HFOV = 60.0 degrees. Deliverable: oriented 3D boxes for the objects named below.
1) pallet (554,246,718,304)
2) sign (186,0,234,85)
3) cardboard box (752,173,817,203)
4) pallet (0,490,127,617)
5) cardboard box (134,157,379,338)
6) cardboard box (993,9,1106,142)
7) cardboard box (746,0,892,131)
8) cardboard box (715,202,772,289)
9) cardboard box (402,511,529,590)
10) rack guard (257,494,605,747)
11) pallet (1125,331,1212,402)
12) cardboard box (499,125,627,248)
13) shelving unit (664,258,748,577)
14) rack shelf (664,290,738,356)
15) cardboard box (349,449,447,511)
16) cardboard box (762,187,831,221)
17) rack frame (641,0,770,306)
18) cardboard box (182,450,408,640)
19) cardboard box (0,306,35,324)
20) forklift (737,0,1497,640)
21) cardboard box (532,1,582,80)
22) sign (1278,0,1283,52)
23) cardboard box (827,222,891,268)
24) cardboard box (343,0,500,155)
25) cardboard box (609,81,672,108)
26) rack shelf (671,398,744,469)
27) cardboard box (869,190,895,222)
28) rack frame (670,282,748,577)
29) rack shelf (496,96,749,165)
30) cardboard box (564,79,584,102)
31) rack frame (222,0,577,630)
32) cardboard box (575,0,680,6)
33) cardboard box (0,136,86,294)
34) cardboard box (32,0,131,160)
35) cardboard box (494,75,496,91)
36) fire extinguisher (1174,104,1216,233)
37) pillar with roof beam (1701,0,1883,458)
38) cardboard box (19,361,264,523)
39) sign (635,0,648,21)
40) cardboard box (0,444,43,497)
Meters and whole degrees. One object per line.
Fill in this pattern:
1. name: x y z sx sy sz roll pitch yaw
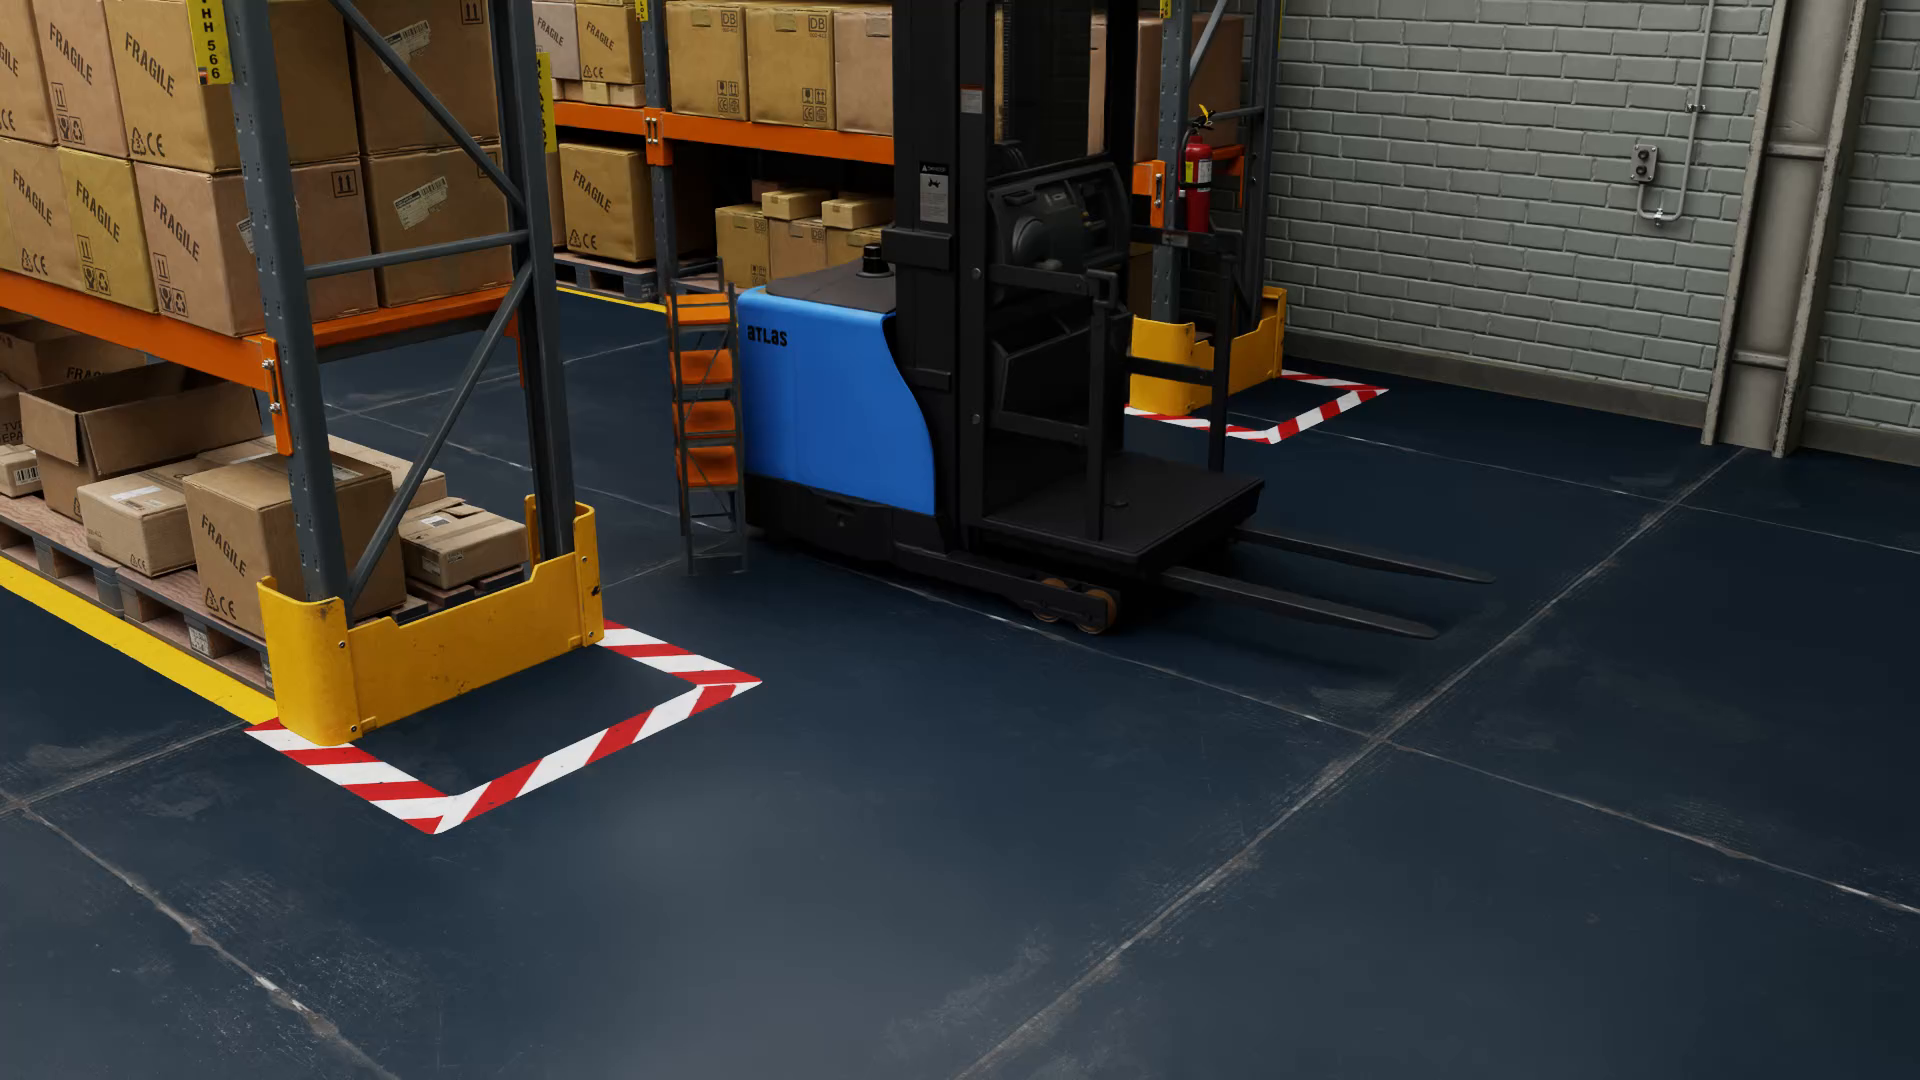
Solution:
1. pallet: -2.359 -1.999 12.170 1.213 0.211 1.003 16 26 36
2. sign: -2.111 -1.447 4.666 0.005 0.325 0.100 16 26 36
3. cardboard box: -1.186 -2.375 11.242 0.250 0.149 0.380 16 26 36
4. pallet: -3.362 -0.067 7.047 1.213 0.211 1.003 16 26 36
5. cardboard box: -2.263 -0.977 5.367 0.500 0.500 0.500 17 27 38
6. cardboard box: 0.413 -2.671 9.574 0.700 0.700 0.980 16 26 36
7. cardboard box: -0.742 -3.003 10.455 0.700 0.700 0.980 15 25 35
8. cardboard box: -1.199 -1.984 11.127 0.500 0.500 0.700 16 26 37
9. cardboard box: -1.851 0.036 6.239 0.250 0.149 0.380 16 26 36
10. rack guard: -1.803 0.248 5.803 0.348 0.500 1.175 16 26 36
11. pallet: 0.716 -1.112 9.818 1.213 0.211 1.003 16 26 36
12. cardboard box: -2.990 -2.650 12.396 0.750 0.750 0.750 17 27 38
13. shelving unit: -1.042 -0.506 6.810 0.258 1.200 0.503 -4 21 -12
14. rack shelf: -1.042 -0.874 6.672 0.258 0.148 0.480 -4 21 -12
15. cardboard box: -2.373 -0.135 6.547 0.500 0.250 0.500 16 26 36
16. cardboard box: -1.049 -2.162 10.677 0.250 0.149 0.380 17 27 38
17. rack frame: -1.714 -3.152 11.276 0.127 3.000 1.000 16 26 36
18. cardboard box: -2.321 0.005 5.823 0.500 0.500 0.500 16 26 36
19. cardboard box: -5.064 -1.008 8.510 0.500 0.500 0.500 15 25 34
20. forklift: 0.561 -1.231 6.279 3.031 2.935 1.130 14 25 32
21. cardboard box: -2.632 -3.493 11.588 0.500 0.500 0.500 16 26 37
22. sign: 1.741 -2.852 9.142 0.005 0.325 0.100 16 26 36
23. cardboard box: -0.416 -1.756 10.522 0.500 0.500 0.700 17 26 37
24. cardboard box: -1.921 -1.591 5.576 0.500 0.500 0.500 17 27 38
25. cardboard box: -2.155 -3.042 11.312 0.250 0.149 0.380 16 26 37
26. rack shelf: -1.042 -0.443 6.834 0.258 0.148 0.480 -4 21 -12
27. cardboard box: -0.377 -2.142 10.626 0.250 0.149 0.380 16 26 37
28. rack frame: -0.989 -0.422 6.587 0.240 1.200 0.015 -4 21 -12
29. rack shelf: -3.263 -3.262 12.587 4.000 0.370 1.077 16 26 36
30. cardboard box: -2.537 -3.162 11.630 0.250 0.149 0.380 17 27 38
31. rack frame: -1.744 -0.905 5.317 0.127 3.000 1.000 16 26 36
32. cardboard box: -2.237 -3.733 11.161 0.500 0.250 0.500 17 26 38
33. cardboard box: -3.051 -1.205 5.970 0.500 0.500 0.500 16 26 37
34. cardboard box: -2.655 -1.556 5.485 0.500 0.500 0.500 17 26 38
35. cardboard box: -3.310 -3.400 12.261 0.250 0.149 0.380 17 27 38
36. fire extinguisher: 1.210 -1.889 8.566 0.183 0.674 0.296 16 26 36
37. pillar with roof beam: 1.302 -3.524 3.760 0.400 9.000 9.100 16 26 36
38. cardboard box: -3.384 -0.417 6.938 0.637 0.503 0.797 16 26 36
39. sign: -2.049 -3.507 10.687 0.005 0.325 0.100 16 26 36
40. cardboard box: -3.978 -0.334 7.196 0.250 0.166 0.380 16 26 36
